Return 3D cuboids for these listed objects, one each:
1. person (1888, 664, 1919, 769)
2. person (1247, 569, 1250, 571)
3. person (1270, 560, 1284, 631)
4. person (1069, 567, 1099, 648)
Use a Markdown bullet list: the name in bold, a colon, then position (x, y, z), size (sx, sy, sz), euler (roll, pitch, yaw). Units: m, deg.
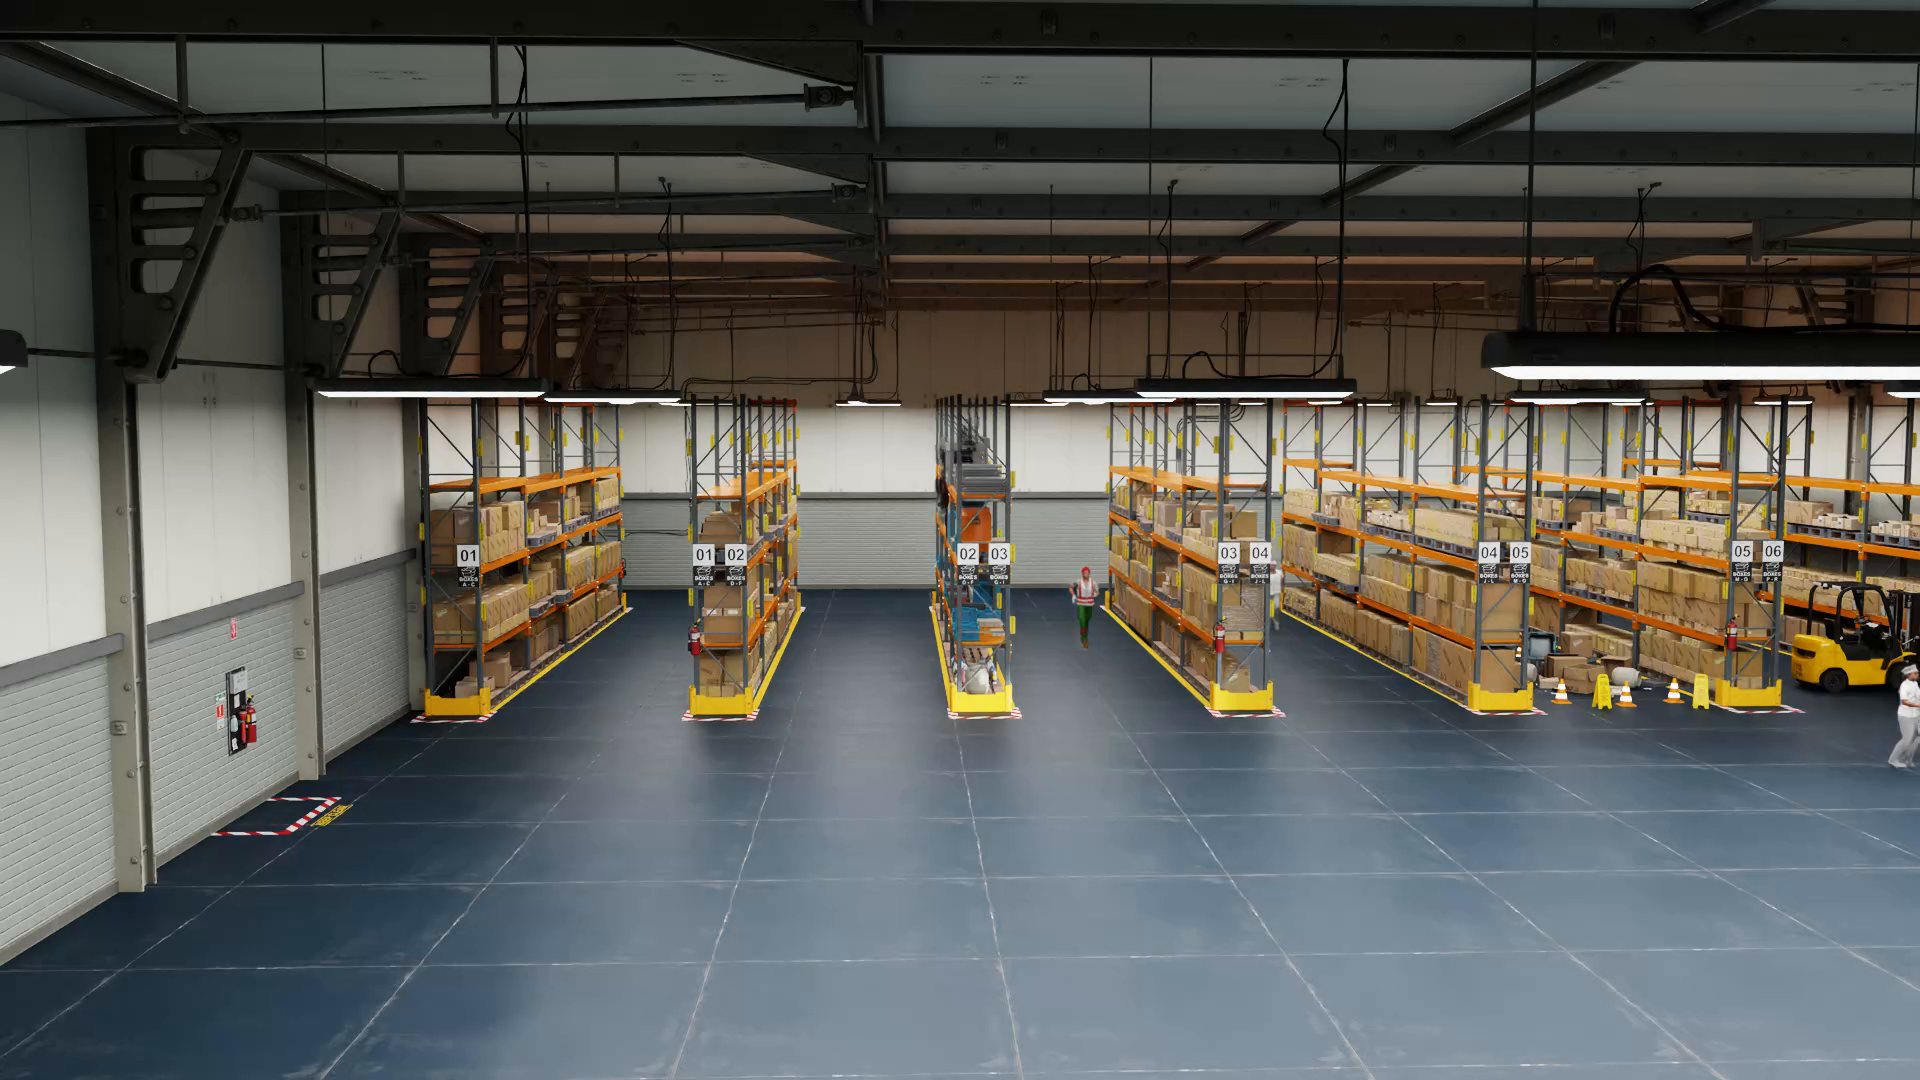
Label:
- **person**: position (15.084, 2.802, 26.371), size (0.637, 1.693, 0.610), euler (-4, 6, -44)
- **person**: position (7.902, 1.103, 47.712), size (0.746, 1.796, 0.713), euler (3, 5, 32)
- **person**: position (8.125, 1.431, 43.320), size (0.689, 1.840, 0.797), euler (0, 4, 1)
- **person**: position (2.876, 1.521, 38.104), size (0.651, 1.823, 0.909), euler (-1, 5, -10)
